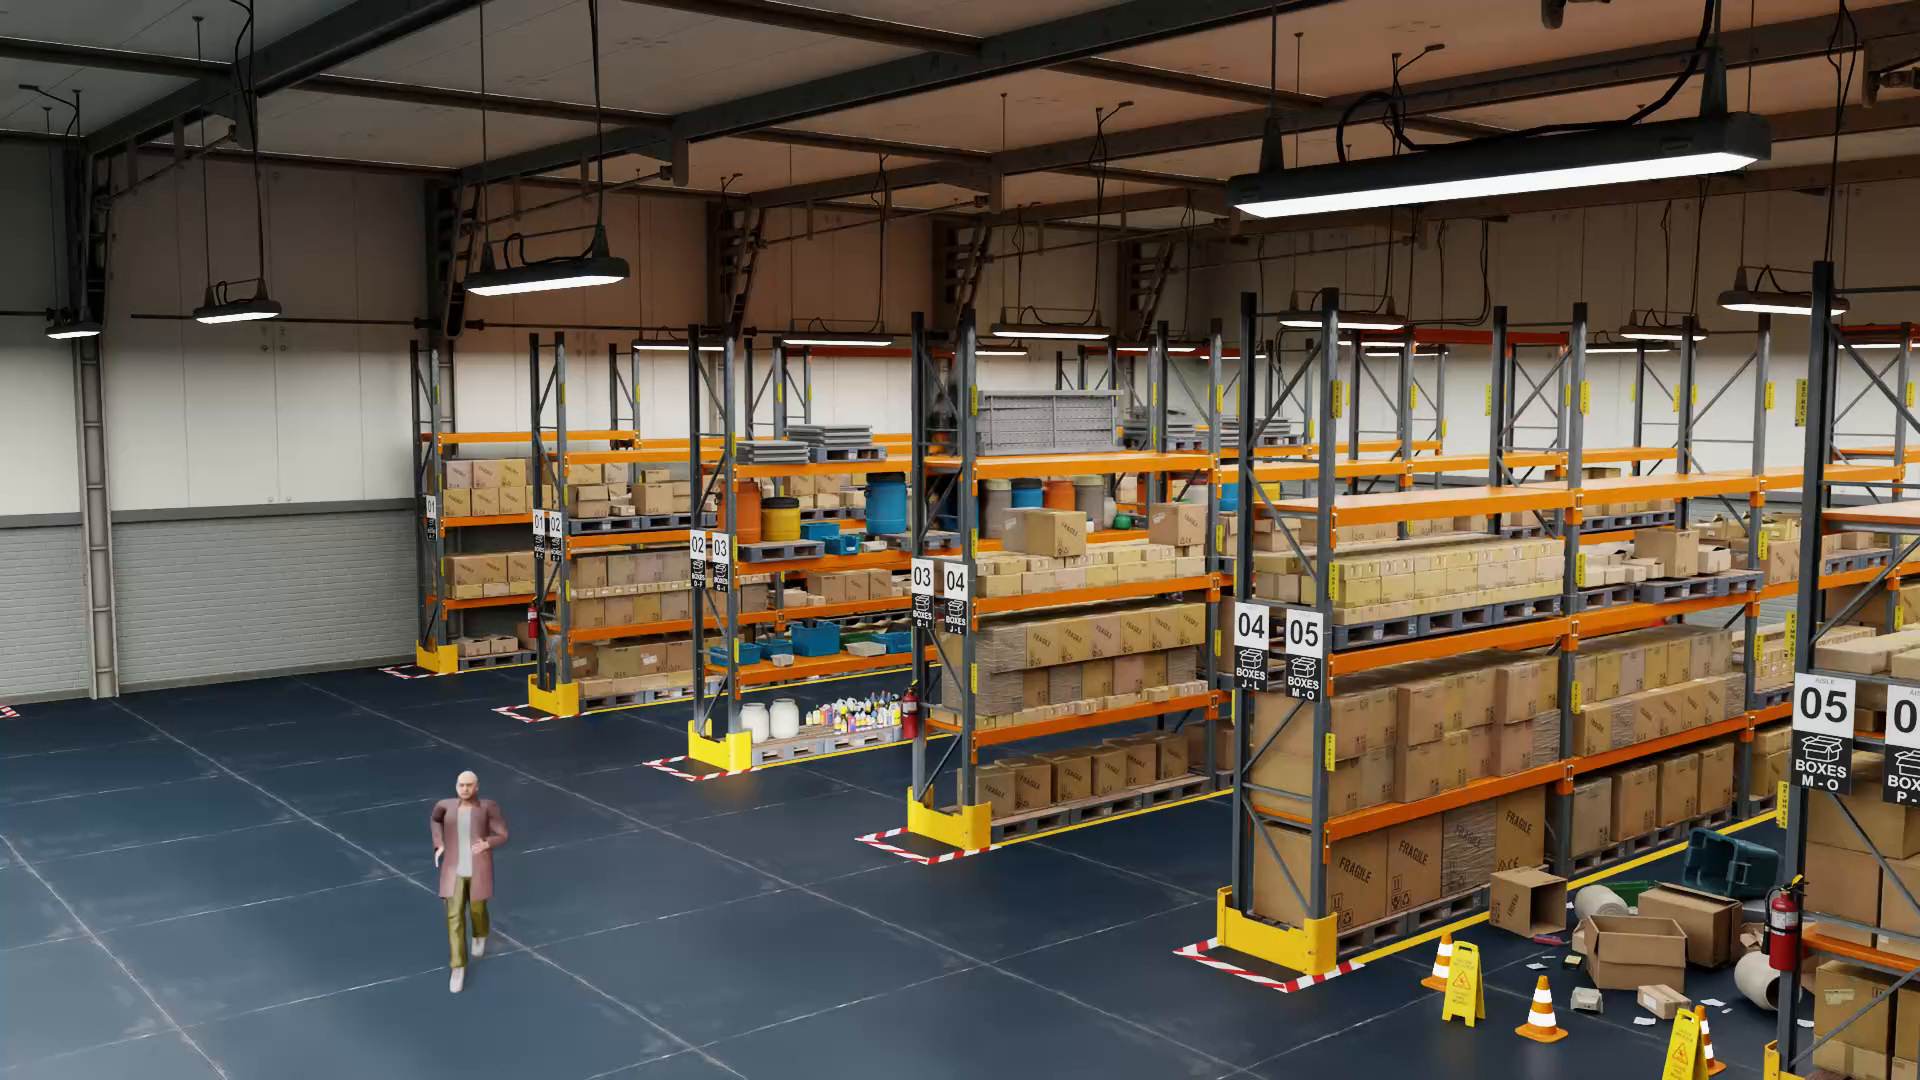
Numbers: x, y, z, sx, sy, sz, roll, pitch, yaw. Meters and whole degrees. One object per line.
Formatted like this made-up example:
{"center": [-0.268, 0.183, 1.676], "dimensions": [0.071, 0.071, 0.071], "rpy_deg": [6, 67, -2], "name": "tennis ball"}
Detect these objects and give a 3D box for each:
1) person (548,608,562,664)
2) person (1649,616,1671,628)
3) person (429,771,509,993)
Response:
{"center": [-6.844, 1.691, 28.685], "dimensions": [0.645, 1.667, 0.558], "rpy_deg": [4, 7, 38], "name": "person"}
{"center": [11.060, 1.907, 26.086], "dimensions": [0.652, 1.736, 0.860], "rpy_deg": [5, 7, 42], "name": "person"}
{"center": [-4.312, 2.916, 14.596], "dimensions": [0.703, 1.805, 1.041], "rpy_deg": [-1, 5, -9], "name": "person"}
